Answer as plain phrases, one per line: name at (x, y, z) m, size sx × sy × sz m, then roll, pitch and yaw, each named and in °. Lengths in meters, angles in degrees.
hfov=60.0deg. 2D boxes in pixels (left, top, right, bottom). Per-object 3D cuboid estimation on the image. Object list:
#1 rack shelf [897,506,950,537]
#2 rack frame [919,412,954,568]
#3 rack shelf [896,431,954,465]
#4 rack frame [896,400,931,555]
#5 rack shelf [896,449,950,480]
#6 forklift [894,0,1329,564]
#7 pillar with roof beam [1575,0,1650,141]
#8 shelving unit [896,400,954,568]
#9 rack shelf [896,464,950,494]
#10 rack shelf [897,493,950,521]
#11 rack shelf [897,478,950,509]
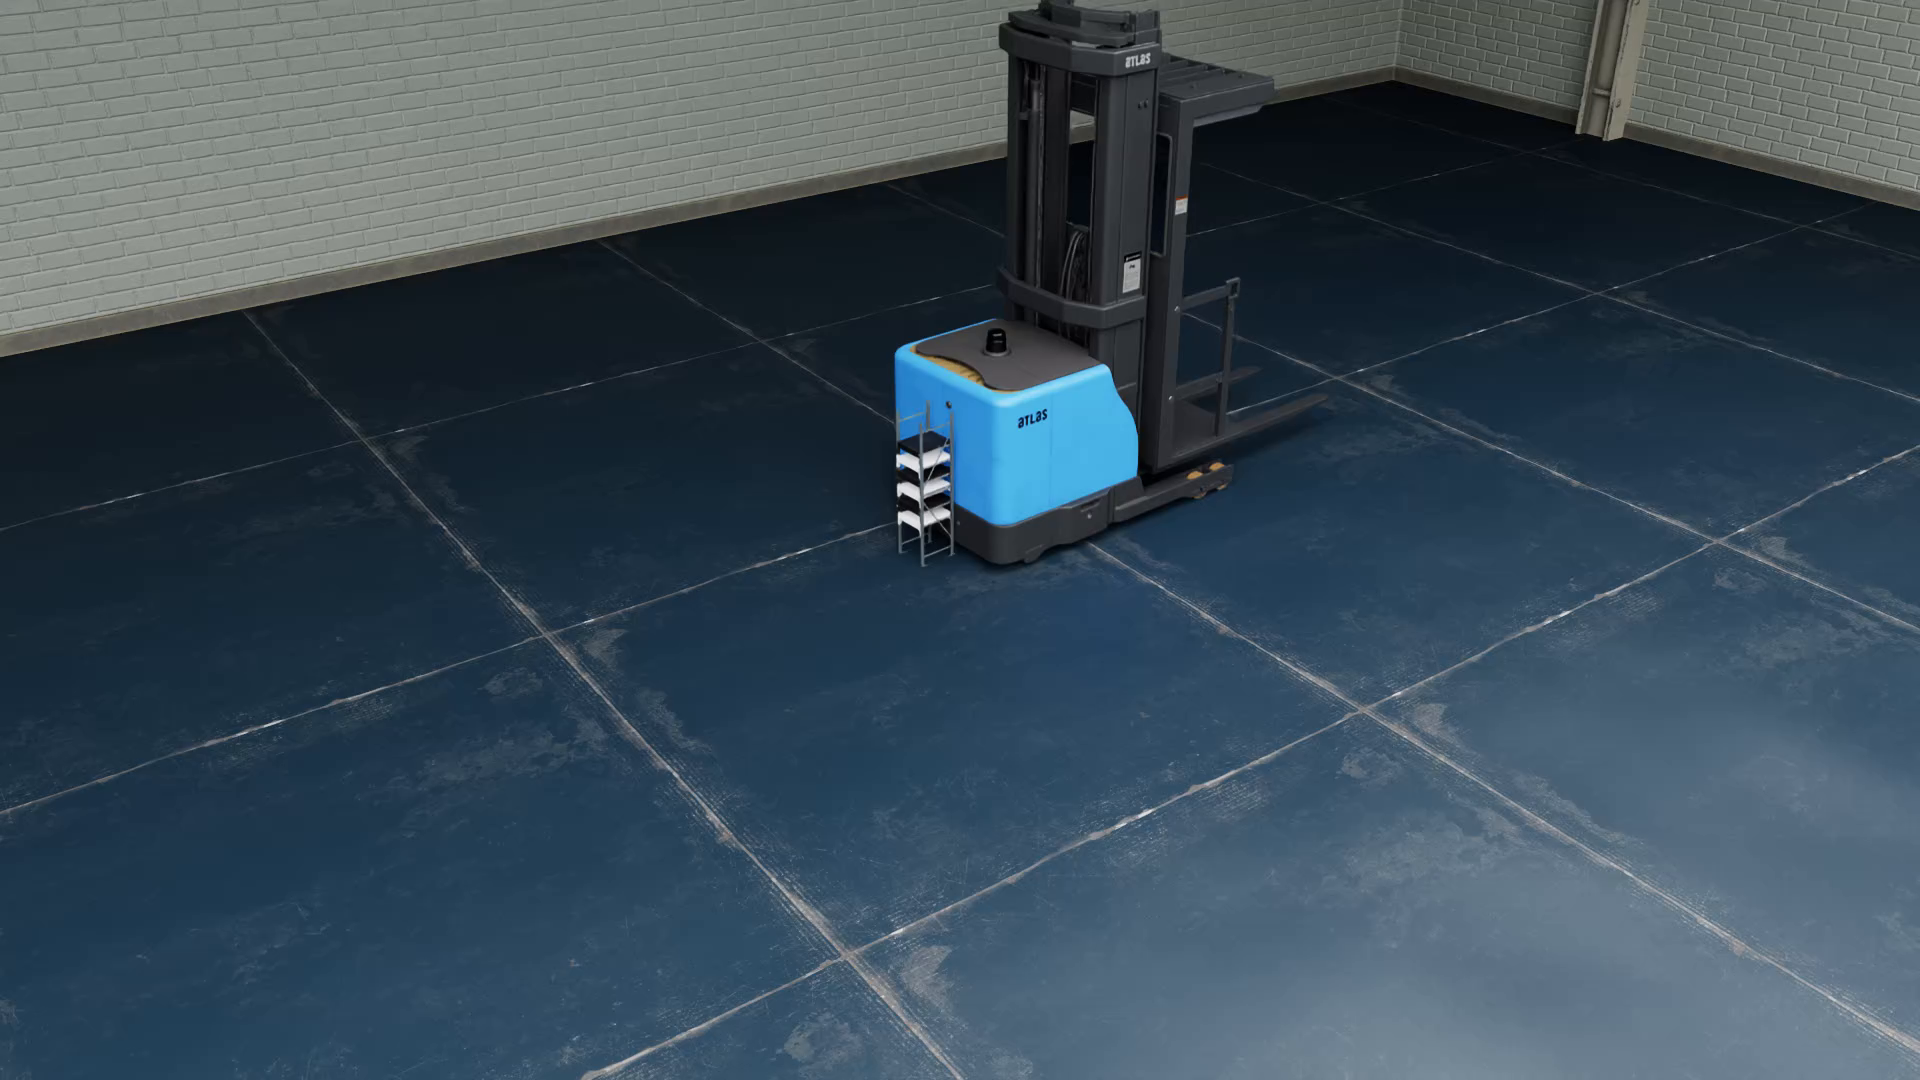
rack shelf at (-0.195, -0.125, 9.484) m, size 0.258 × 0.077 × 0.200 m, roll -22°, pitch 35°, yaw -35°
rack frame at (-0.130, -0.275, 9.314) m, size 0.240 × 0.900 × 0.006 m, roll -22°, pitch 35°, yaw -35°
rack shelf at (-0.195, -0.520, 9.269) m, size 0.258 × 0.077 × 0.200 m, roll -22°, pitch 35°, yaw -35°
rack frame at (-0.261, -0.349, 9.450) m, size 0.240 × 0.900 × 0.006 m, roll -22°, pitch 35°, yaw -35°
rack shelf at (-0.195, -0.441, 9.312) m, size 0.258 × 0.077 × 0.200 m, roll -22°, pitch 35°, yaw -35°
forklift at (1.071, -1.717, 9.840) m, size 3.031 × 2.935 × 1.130 m, roll -21°, pitch 35°, yaw -34°
pillar with roof beam at (3.294, -7.073, 13.345) m, size 9.100 × 9.000 × 0.400 m, roll -19°, pitch 34°, yaw -31°
shelving unit at (-0.195, -0.312, 9.382) m, size 0.258 × 0.900 × 0.210 m, roll -22°, pitch 35°, yaw -35°
rack shelf at (-0.195, -0.362, 9.355) m, size 0.258 × 0.077 × 0.200 m, roll -22°, pitch 35°, yaw -35°
rack shelf at (-0.195, -0.204, 9.441) m, size 0.258 × 0.077 × 0.200 m, roll -22°, pitch 35°, yaw -35°
rack shelf at (-0.195, -0.283, 9.398) m, size 0.258 × 0.077 × 0.200 m, roll -22°, pitch 35°, yaw -35°
